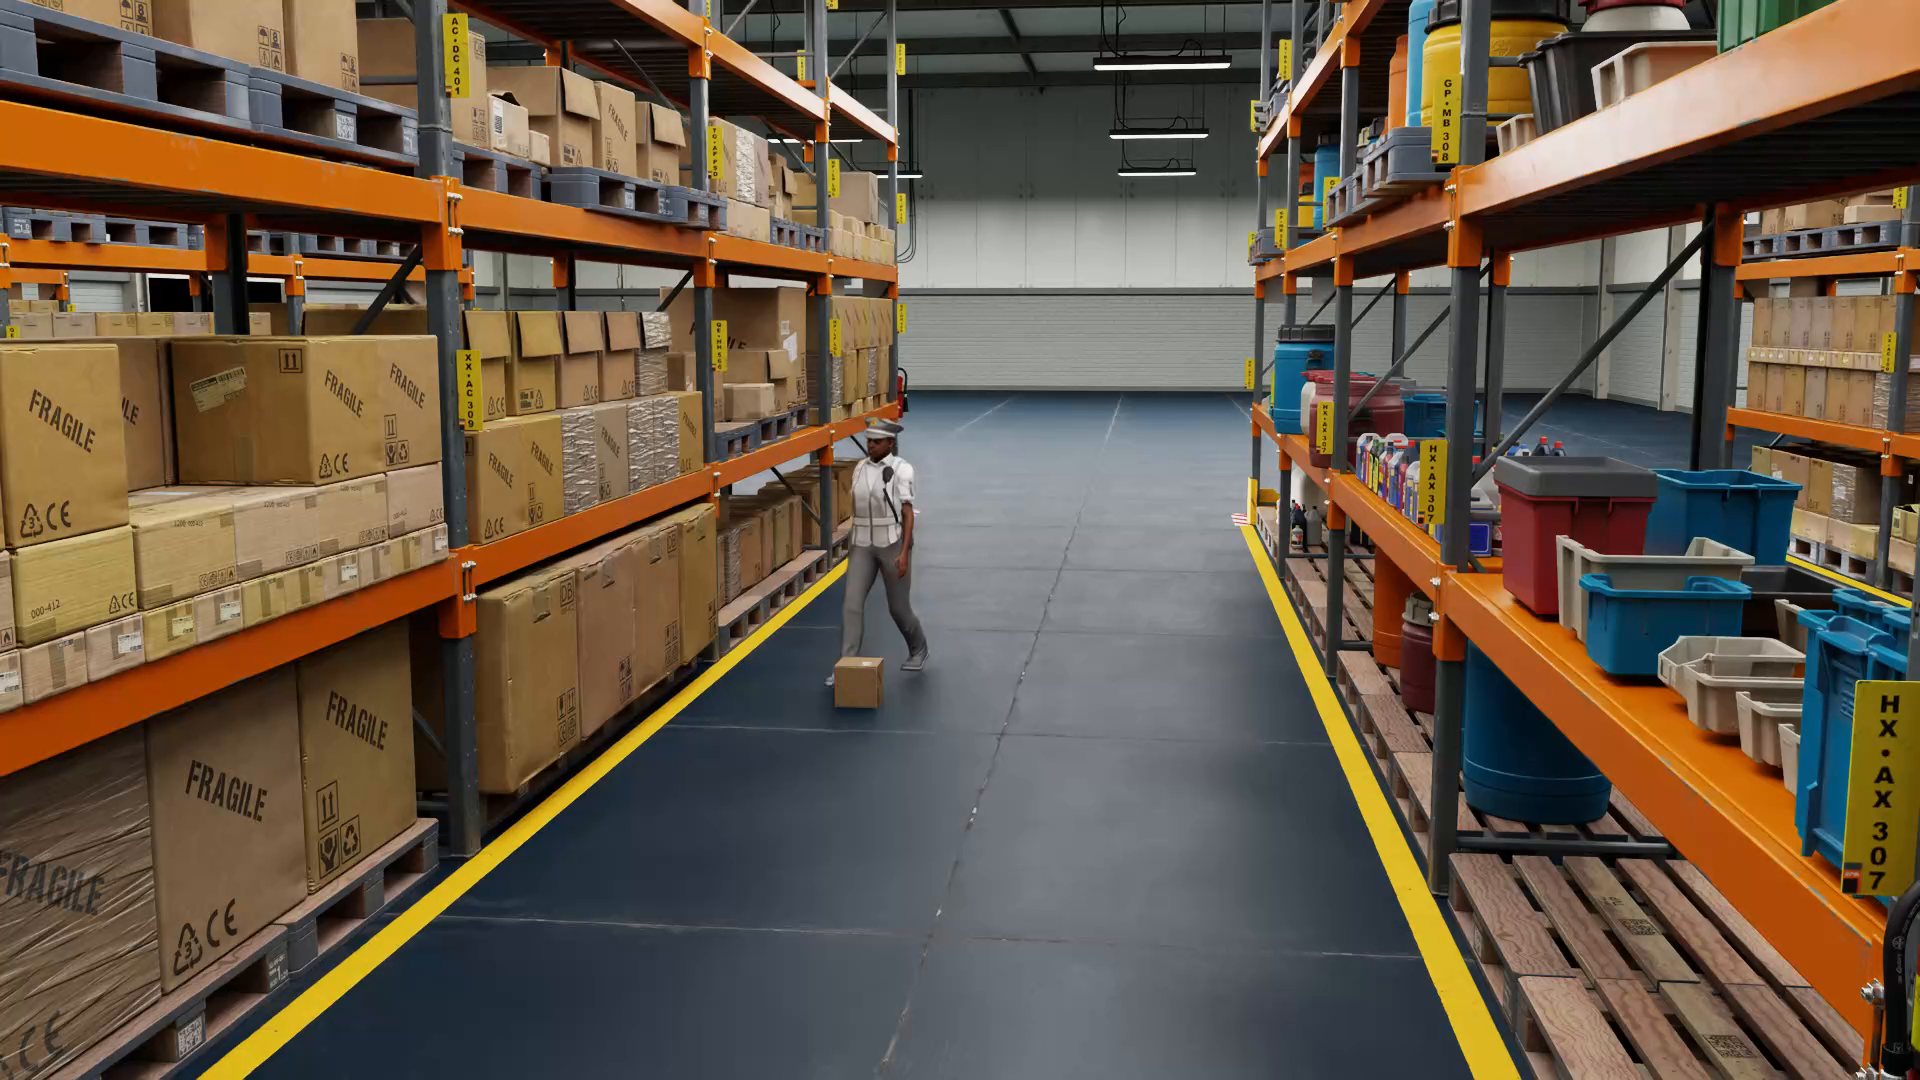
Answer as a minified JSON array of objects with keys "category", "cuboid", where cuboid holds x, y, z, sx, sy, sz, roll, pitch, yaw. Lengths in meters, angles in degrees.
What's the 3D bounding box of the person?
[{"category":"person","cuboid":[-0.502,0.059,10.266,0.463,1.645,0.787,3,8,22]}]
